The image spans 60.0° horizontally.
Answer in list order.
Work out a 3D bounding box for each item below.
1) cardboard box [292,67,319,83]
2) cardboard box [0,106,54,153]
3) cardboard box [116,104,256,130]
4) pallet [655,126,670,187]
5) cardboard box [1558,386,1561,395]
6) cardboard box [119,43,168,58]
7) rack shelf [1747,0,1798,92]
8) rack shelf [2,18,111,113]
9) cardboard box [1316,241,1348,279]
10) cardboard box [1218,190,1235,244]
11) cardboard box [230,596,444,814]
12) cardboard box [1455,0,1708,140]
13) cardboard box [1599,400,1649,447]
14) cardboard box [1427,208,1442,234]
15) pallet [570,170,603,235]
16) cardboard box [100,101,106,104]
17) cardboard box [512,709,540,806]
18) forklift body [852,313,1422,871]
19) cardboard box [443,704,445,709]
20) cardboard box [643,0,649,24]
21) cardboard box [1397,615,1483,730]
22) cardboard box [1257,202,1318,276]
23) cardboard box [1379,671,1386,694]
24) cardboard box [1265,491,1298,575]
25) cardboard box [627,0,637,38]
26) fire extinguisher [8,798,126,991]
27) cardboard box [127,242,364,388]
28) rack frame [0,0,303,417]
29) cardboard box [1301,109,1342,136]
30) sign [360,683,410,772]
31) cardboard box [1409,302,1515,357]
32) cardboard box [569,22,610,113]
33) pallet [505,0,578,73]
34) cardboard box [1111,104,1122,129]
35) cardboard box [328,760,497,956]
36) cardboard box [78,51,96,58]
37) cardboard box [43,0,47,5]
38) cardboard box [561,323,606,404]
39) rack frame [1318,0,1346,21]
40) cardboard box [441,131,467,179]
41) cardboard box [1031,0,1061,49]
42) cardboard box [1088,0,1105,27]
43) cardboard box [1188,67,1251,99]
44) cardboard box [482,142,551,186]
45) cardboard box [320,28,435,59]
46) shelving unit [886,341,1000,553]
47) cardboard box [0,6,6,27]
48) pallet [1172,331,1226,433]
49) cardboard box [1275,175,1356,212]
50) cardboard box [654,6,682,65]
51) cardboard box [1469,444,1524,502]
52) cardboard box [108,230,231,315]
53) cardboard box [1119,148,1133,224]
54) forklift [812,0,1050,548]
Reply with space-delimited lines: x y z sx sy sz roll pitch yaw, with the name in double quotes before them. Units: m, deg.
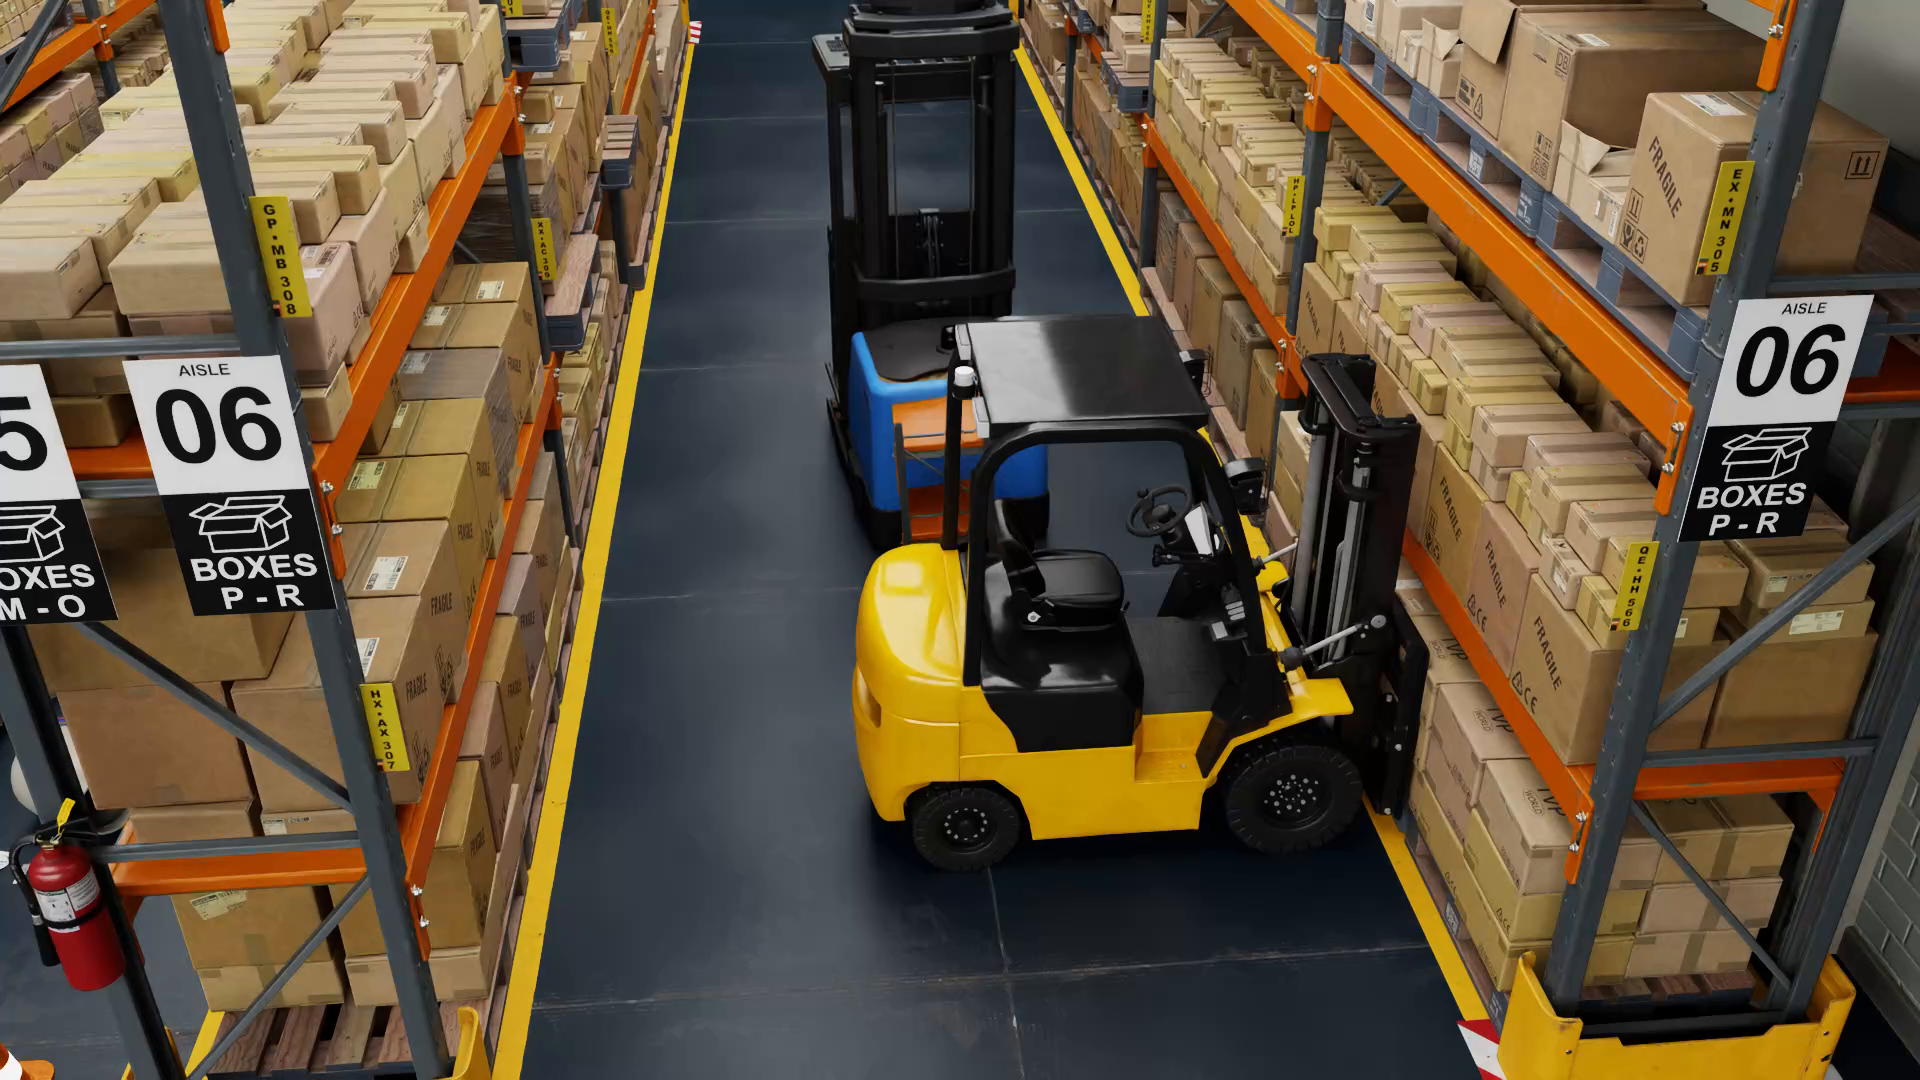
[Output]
"cardboard box" -2.796 -1.670 6.551 0.500 0.250 0.500 -2 31 -4
"cardboard box" -7.902 -3.400 13.813 0.500 0.250 0.500 -4 31 -7
"cardboard box" -2.622 -1.369 5.659 0.380 0.149 0.250 -4 31 -6
"pallet" -3.256 -3.572 15.525 1.003 0.211 1.213 -3 31 -5
"cardboard box" 2.717 -0.698 7.263 0.380 0.149 0.250 -4 31 -6
"cardboard box" -8.284 -4.940 16.886 0.380 0.149 0.250 -4 31 -7
"rack shelf" 2.473 -2.389 6.066 1.077 0.370 4.000 -3 31 -5
"rack shelf" -8.135 -3.541 13.455 1.077 0.370 4.000 -3 31 -5
"cardboard box" 2.054 -1.461 8.541 0.380 0.149 0.250 -3 31 -5
"cardboard box" 1.910 -2.007 10.331 0.500 0.250 0.500 -3 31 -4
"cardboard box" -2.050 0.541 5.531 0.500 0.500 0.500 -3 31 -5
"cardboard box" 2.363 -1.871 6.424 0.797 0.503 0.637 -2 31 -3
"cardboard box" 2.754 -0.433 6.530 0.380 0.149 0.250 -2 31 -3
"cardboard box" 2.617 -1.616 8.510 0.380 0.149 0.250 -3 31 -4
"pallet" -2.803 -2.027 10.405 1.003 0.211 1.213 -3 31 -5
"cardboard box" -8.037 -4.156 15.863 0.380 0.149 0.250 -1 31 -2
"cardboard box" -2.185 1.003 7.418 0.500 0.250 0.500 -1 31 -1
"forklift body" 0.666 0.211 7.300 2.313 2.155 1.214 -3 31 -5
"cardboard box" -2.089 0.624 6.026 0.380 0.149 0.250 -4 31 -6
"cardboard box" -3.110 -4.879 15.139 0.500 0.250 0.500 -3 31 -6
"cardboard box" 2.196 0.560 7.184 0.500 0.250 0.500 -2 31 -4
"cardboard box" 1.986 -1.704 9.336 0.500 0.250 0.500 -3 31 -6
"cardboard box" 2.155 0.504 7.765 0.500 0.250 0.500 -3 31 -5
"cardboard box" 2.002 -0.052 9.184 0.500 0.250 0.500 -2 31 -4
"cardboard box" -2.946 -4.317 13.711 0.500 0.250 0.500 -2 31 -4
"fire extinguisher" -2.730 1.081 5.091 0.296 0.674 0.183 -3 31 -5
"cardboard box" -2.063 -0.654 4.850 0.500 0.250 0.500 -3 31 -5
"rack frame" -2.282 -1.609 3.668 1.000 3.000 0.127 -3 31 -5
"cardboard box" 2.371 -2.607 10.459 0.380 0.149 0.250 -2 31 -4
"sign" -1.741 0.569 5.028 0.100 0.325 0.005 -3 31 -5
"cardboard box" 2.220 -0.933 7.367 0.380 0.149 0.250 -3 31 -5
"cardboard box" -2.710 -3.250 11.468 0.500 0.500 0.500 -4 31 -6
"pallet" -2.607 -2.603 8.440 1.213 0.211 1.003 -3 31 -5
"cardboard box" 1.518 -3.661 14.350 0.380 0.149 0.250 -4 31 -7
"cardboard box" -2.084 1.208 6.343 0.500 0.500 0.500 -4 31 -6
"cardboard box" -8.772 -4.777 16.614 0.380 0.149 0.250 -4 31 -7
"cardboard box" -8.063 -4.618 14.391 0.380 0.149 0.250 -3 31 -4
"cardboard box" -2.844 -1.117 10.848 0.950 0.372 0.625 -2 31 -3
"rack frame" 2.286 -3.891 7.488 1.000 3.000 0.127 -3 31 -5
"cardboard box" -2.240 -1.583 6.794 0.380 0.149 0.250 -2 31 -3
"cardboard box" 1.169 -5.794 18.553 0.700 0.500 0.500 -2 31 -3
"cardboard box" 1.483 -4.700 14.186 0.700 0.500 0.500 -3 31 -5
"cardboard box" 1.762 -3.103 11.290 0.380 0.149 0.250 -2 31 -4
"cardboard box" -2.347 -1.962 8.680 0.380 0.149 0.250 -3 31 -5
"cardboard box" -2.296 -1.915 6.573 0.380 0.149 0.250 -3 31 -6
"shelving unit" -0.099 -0.399 9.291 0.538 1.125 1.048 -5 31 -2
"cardboard box" -7.961 -4.205 13.410 0.380 0.149 0.250 -3 31 -4
"pallet" 2.061 -1.117 11.414 1.003 0.211 1.213 -3 31 -5
"cardboard box" 1.991 -1.931 9.328 0.380 0.149 0.250 -3 31 -5
"cardboard box" -3.521 -5.483 18.094 0.875 0.438 0.875 -2 31 -3
"cardboard box" 2.248 -0.284 6.570 0.380 0.149 0.250 -4 31 -6
"cardboard box" -2.112 -0.747 4.617 0.380 0.149 0.250 -3 31 -5
"cardboard box" 1.623 -2.926 13.752 0.500 0.500 0.500 -3 31 -5
"forklift" -0.270 -1.956 10.166 1.130 2.935 3.031 -6 31 -10
